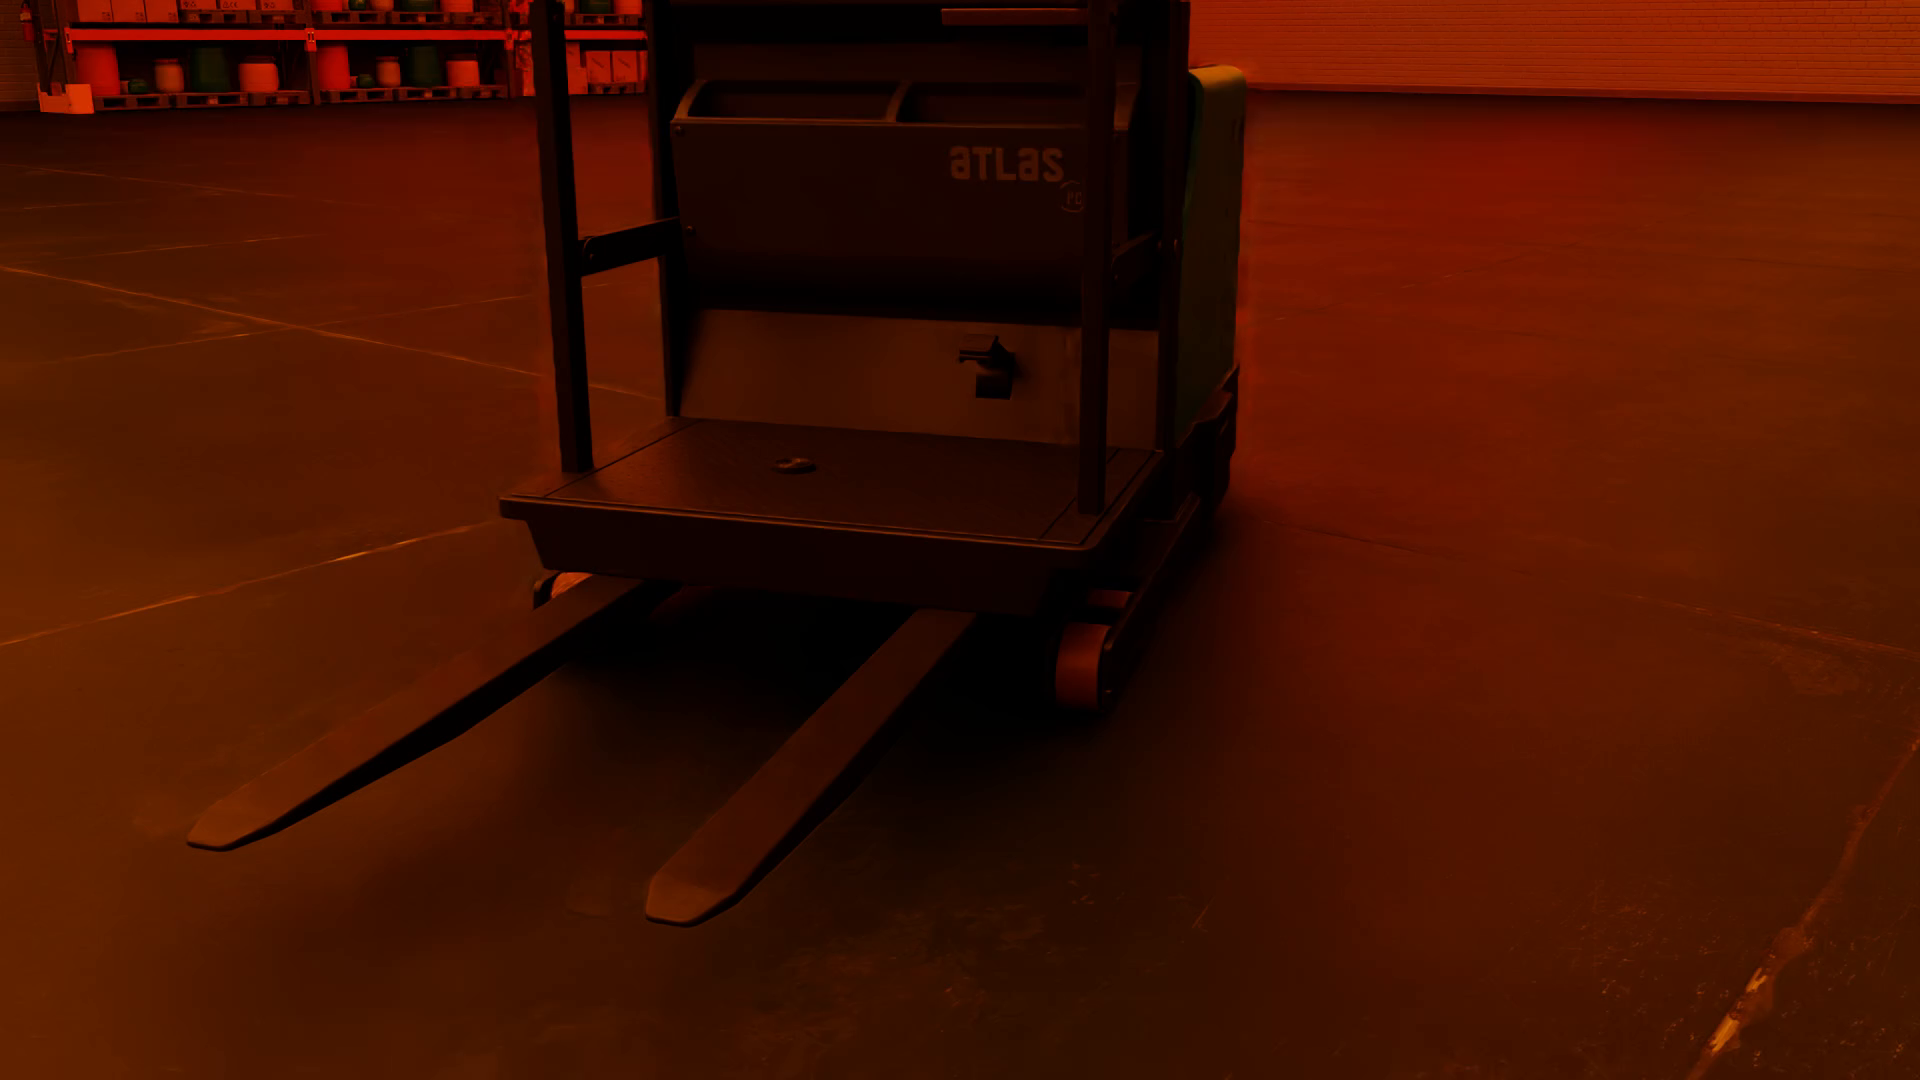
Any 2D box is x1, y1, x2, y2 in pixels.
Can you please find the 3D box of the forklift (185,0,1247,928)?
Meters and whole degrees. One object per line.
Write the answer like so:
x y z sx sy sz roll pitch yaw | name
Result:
-0.173 -1.222 2.921 1.130 2.935 3.031 5 18 16 | forklift
